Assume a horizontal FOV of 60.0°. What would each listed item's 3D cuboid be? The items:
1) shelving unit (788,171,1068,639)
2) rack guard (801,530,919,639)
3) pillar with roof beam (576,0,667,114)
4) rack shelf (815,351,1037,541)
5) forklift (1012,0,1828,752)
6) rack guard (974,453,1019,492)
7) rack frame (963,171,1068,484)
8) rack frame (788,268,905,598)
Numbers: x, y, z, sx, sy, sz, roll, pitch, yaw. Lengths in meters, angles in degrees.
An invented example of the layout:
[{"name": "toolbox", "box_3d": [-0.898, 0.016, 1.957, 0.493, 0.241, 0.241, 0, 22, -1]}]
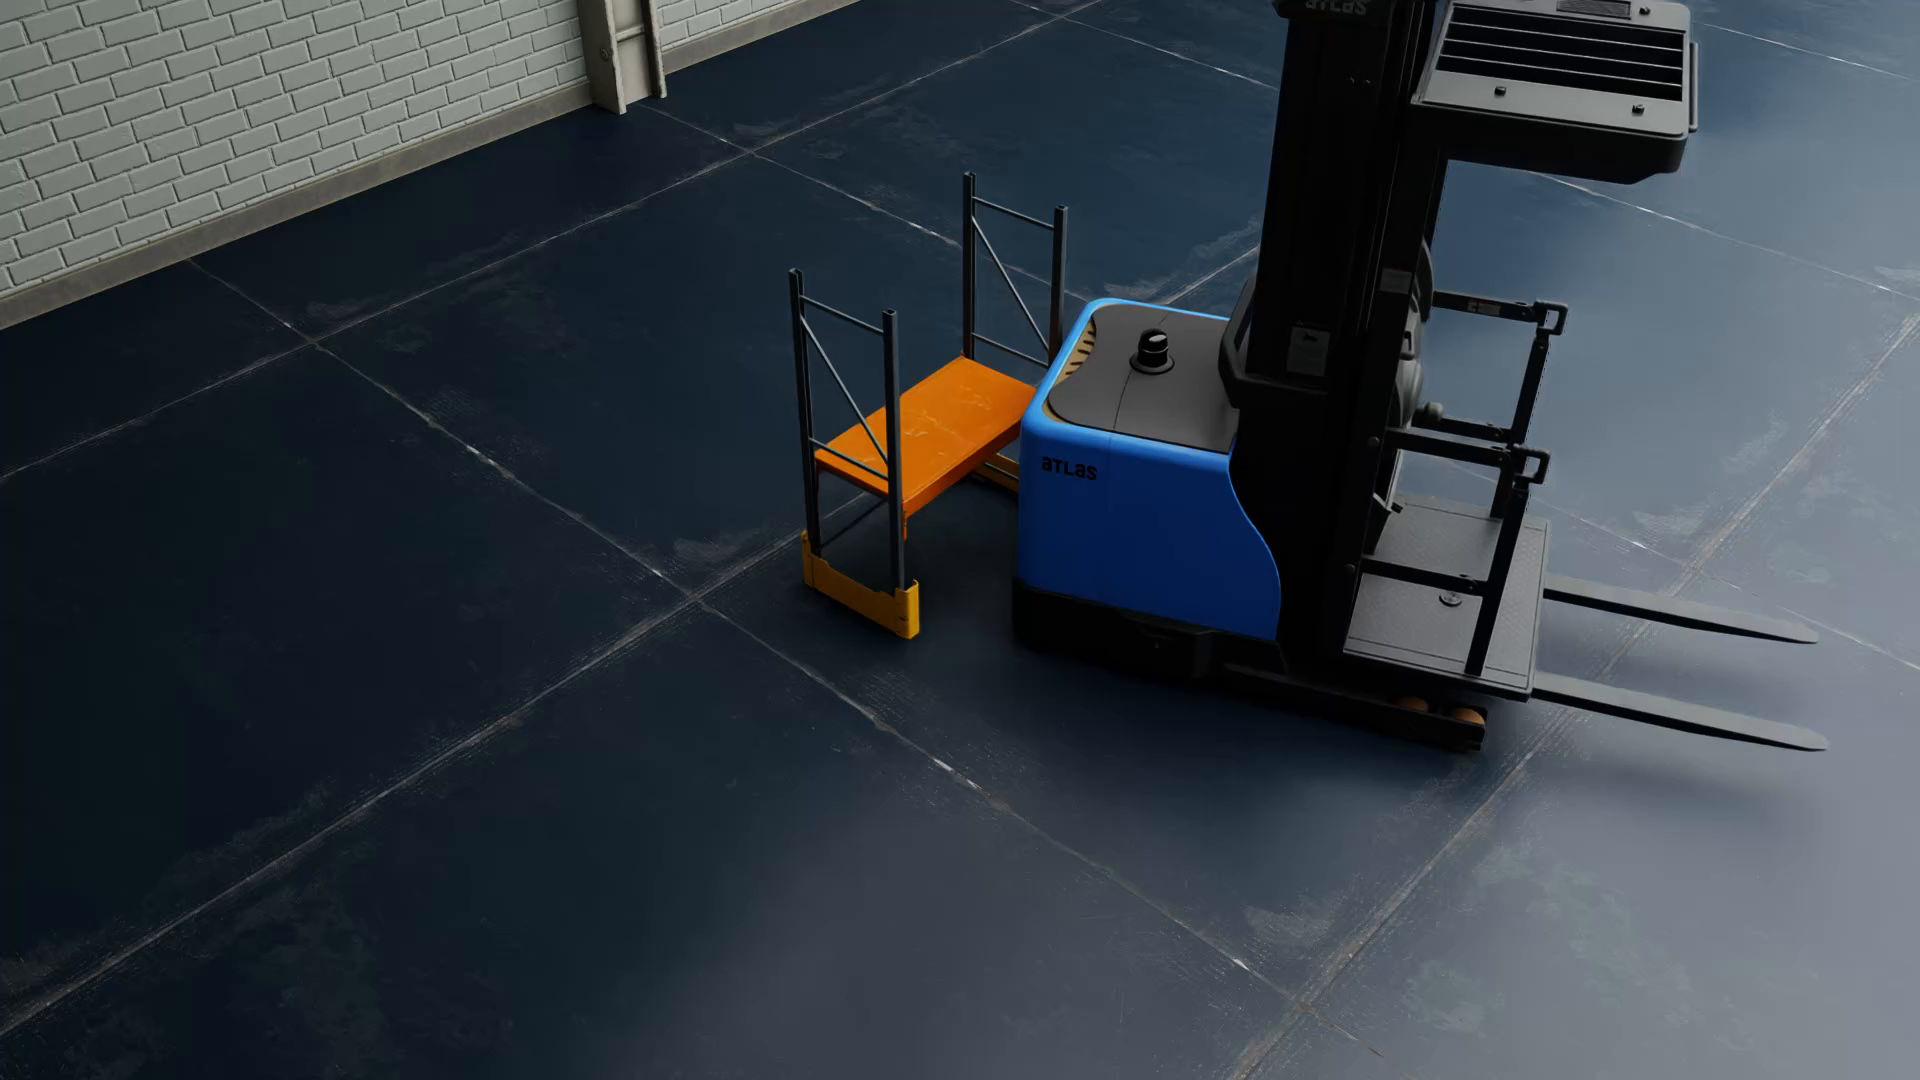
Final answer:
[{"name": "shelving unit", "box_3d": [-0.098, -0.555, 6.743, 0.587, 1.500, 1.083, 27, 46, 30]}, {"name": "rack guard", "box_3d": [-0.412, 0.175, 6.829, 0.587, 0.250, 0.087, 27, 46, 30]}, {"name": "pillar with roof beam", "box_3d": [1.011, -4.605, 5.811, 9.100, 9.000, 0.400, 30, 47, 32]}, {"name": "rack shelf", "box_3d": [-0.104, -0.410, 6.850, 0.538, 0.185, 1.000, 27, 46, 30]}, {"name": "forklift", "box_3d": [1.783, -0.728, 5.810, 3.031, 2.935, 1.130, 12, 40, 15]}, {"name": "rack guard", "box_3d": [0.216, -0.307, 7.435, 0.587, 0.250, 0.087, 27, 46, 30]}, {"name": "rack frame", "box_3d": [0.216, -0.797, 7.047, 0.500, 1.500, 0.032, 27, 46, 30]}, {"name": "rack frame", "box_3d": [-0.424, -0.305, 6.429, 0.500, 1.500, 0.032, 27, 46, 30]}]
